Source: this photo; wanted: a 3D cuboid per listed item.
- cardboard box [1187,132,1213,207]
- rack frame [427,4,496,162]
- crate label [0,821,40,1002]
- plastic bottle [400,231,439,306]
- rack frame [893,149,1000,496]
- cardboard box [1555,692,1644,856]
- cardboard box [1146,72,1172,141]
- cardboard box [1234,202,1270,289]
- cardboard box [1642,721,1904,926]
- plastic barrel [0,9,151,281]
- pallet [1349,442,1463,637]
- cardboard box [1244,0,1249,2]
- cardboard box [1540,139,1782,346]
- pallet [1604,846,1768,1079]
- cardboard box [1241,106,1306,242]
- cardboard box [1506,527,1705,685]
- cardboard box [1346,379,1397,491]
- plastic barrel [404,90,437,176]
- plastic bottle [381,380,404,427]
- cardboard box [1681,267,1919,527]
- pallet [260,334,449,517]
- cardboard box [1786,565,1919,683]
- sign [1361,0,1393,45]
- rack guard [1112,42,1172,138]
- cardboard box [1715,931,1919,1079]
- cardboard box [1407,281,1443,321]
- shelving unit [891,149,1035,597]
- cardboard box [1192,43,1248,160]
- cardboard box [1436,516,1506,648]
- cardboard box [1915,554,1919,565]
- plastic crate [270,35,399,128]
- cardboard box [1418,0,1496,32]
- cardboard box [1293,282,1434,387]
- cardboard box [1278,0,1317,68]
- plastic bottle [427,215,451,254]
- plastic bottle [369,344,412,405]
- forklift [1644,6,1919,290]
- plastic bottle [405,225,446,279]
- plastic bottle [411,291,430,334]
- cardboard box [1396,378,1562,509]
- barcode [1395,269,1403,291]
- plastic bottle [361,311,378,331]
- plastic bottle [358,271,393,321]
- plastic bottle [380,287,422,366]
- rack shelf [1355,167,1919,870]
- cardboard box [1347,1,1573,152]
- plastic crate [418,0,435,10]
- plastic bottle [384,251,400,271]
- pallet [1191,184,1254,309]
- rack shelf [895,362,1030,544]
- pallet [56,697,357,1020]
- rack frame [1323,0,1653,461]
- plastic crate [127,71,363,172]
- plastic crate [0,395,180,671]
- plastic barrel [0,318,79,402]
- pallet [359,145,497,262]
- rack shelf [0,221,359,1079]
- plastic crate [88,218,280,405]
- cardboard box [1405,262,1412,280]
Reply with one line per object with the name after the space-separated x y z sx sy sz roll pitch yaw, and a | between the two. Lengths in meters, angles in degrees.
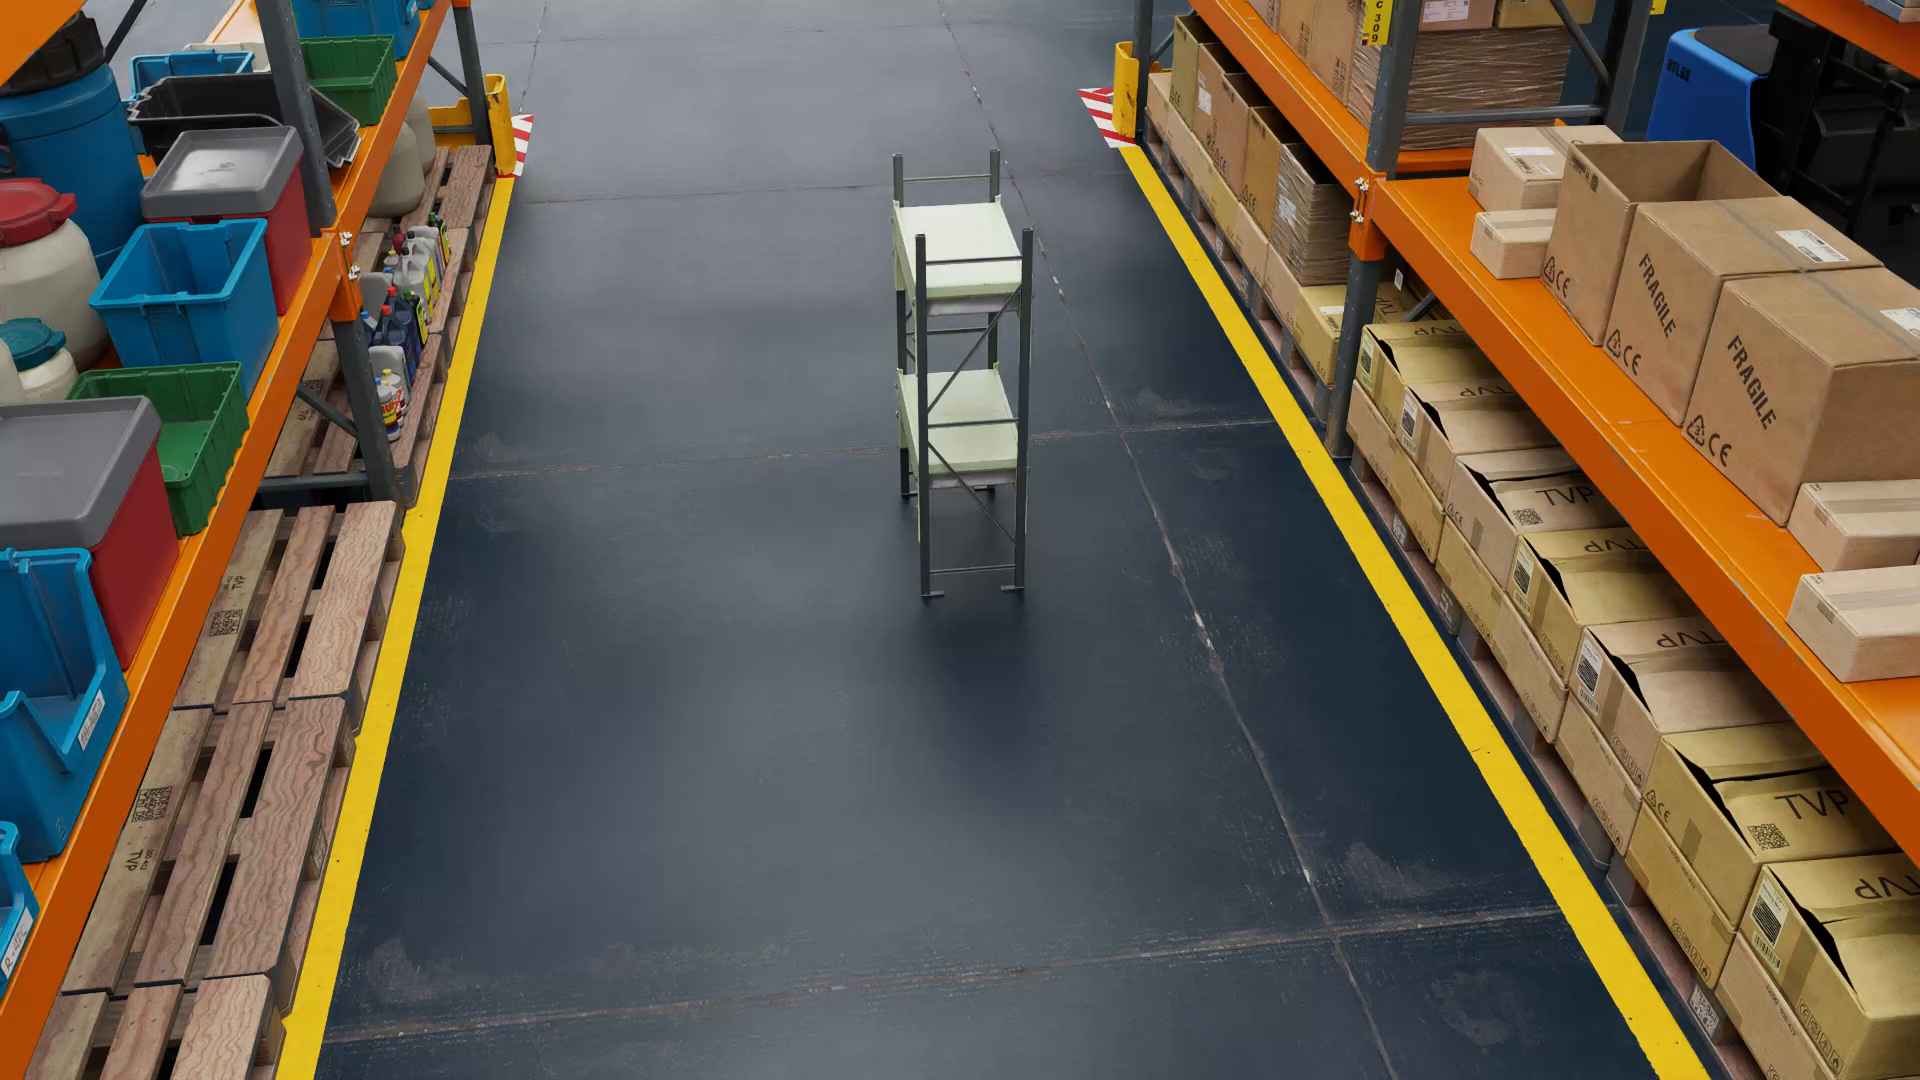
1.564 -2.053 9.168 0.500 0.250 0.500 -4 35 -6 | cardboard box
-3.334 -3.517 9.247 1.000 3.000 0.127 -4 35 -6 | rack frame
-1.944 0.753 3.130 0.303 0.233 0.416 -4 35 -6 | crate label
-2.601 -1.300 7.956 0.144 0.351 0.185 -3 34 -4 | plastic bottle
-0.050 -0.828 6.633 0.400 1.500 0.023 -4 35 -6 | rack frame
2.201 0.694 5.137 0.500 0.250 0.500 -4 34 -5 | cardboard box
1.426 -2.611 9.986 0.500 0.250 0.500 -4 35 -6 | cardboard box
1.694 -1.495 8.349 0.500 0.250 0.500 -4 35 -6 | cardboard box
2.260 0.742 4.568 0.500 0.311 0.500 -5 35 -7 | cardboard box
-3.045 -1.253 5.480 0.600 0.901 0.708 -4 35 -6 | plastic barrel
2.250 -0.097 6.705 1.003 0.211 1.213 -4 35 -6 | pallet
1.761 -3.099 8.546 0.700 0.500 0.500 -4 34 -6 | cardboard box
2.271 -0.975 5.429 0.500 0.500 0.500 -2 34 -3 | cardboard box
2.578 1.264 4.707 1.003 0.211 1.213 -4 35 -6 | pallet
1.707 -1.806 8.139 0.500 0.500 0.500 -4 35 -6 | cardboard box
2.129 0.181 5.392 0.500 0.311 0.500 -3 34 -5 | cardboard box
1.921 -0.451 6.817 0.500 0.250 0.500 -5 35 -8 | cardboard box
-3.170 -2.301 9.299 0.421 0.512 0.421 0 34 0 | plastic barrel
-2.418 -0.578 7.028 0.097 0.201 0.097 0 34 0 | plastic bottle
2.409 -0.402 4.587 0.500 0.500 0.500 -6 35 -9 | cardboard box
-2.845 -0.510 7.311 1.003 0.211 1.213 -4 35 -6 | pallet
2.256 0.197 4.020 0.380 0.149 0.250 -4 35 -6 | cardboard box
1.563 -2.005 6.190 0.100 0.325 0.005 -4 35 -6 | sign
1.571 -2.870 10.518 1.175 0.500 0.348 -4 35 -6 | rack guard
2.338 1.262 4.303 0.500 0.250 0.500 -4 34 -5 | cardboard box
2.351 -0.977 7.588 0.500 0.250 0.500 -4 35 -6 | cardboard box
-0.001 -0.623 6.333 0.431 1.500 0.755 -4 35 -6 | shelving unit
1.575 -2.364 8.958 0.500 0.500 0.500 -4 35 -6 | cardboard box
2.061 0.123 5.975 0.500 0.250 0.500 -5 35 -8 | cardboard box
2.722 0.098 4.022 0.500 0.311 0.500 -5 35 -7 | cardboard box
-2.699 -1.976 7.174 0.450 0.188 0.662 -4 35 -6 | plastic crate
1.864 -2.103 6.507 0.380 0.149 0.250 -4 35 -6 | cardboard box
1.834 -0.937 7.530 0.500 0.250 0.500 -4 35 -6 | cardboard box
1.906 -2.520 7.696 0.700 0.500 0.500 -4 34 -6 | cardboard box
-2.653 -1.551 8.456 0.097 0.201 0.097 0 34 0 | plastic bottle
-2.475 -0.730 7.186 0.152 0.276 0.135 -3 34 -5 | plastic bottle
4.525 -2.267 7.474 1.130 2.935 3.031 -6 35 -9 | forklift
-2.646 -1.439 8.225 0.152 0.276 0.135 -4 34 -6 | plastic bottle
-2.534 -1.057 7.732 0.097 0.201 0.097 0 34 0 | plastic bottle
1.983 -0.397 6.240 0.500 0.311 0.500 -5 35 -7 | cardboard box
1.734 -1.029 6.573 0.001 0.075 0.075 -4 35 -6 | barcode
-2.633 -0.893 7.428 0.097 0.271 0.097 0 34 0 | plastic bottle
-2.720 -1.140 7.787 0.152 0.276 0.135 -4 35 -6 | plastic bottle
-2.519 -0.959 7.455 0.144 0.351 0.185 -6 35 -8 | plastic bottle
2.382 -0.244 5.084 1.077 0.370 4.000 -4 35 -6 | rack shelf
2.047 -1.946 6.853 0.700 0.500 0.500 -5 35 -8 | cardboard box
-2.889 -2.836 8.380 0.499 0.251 0.408 -4 35 -6 | plastic crate
-2.749 -1.311 8.104 0.097 0.201 0.097 0 34 0 | plastic bottle
1.880 -1.635 8.961 1.003 0.211 1.213 -4 35 -6 | pallet
-0.001 -0.354 6.517 0.431 0.370 0.720 -4 35 -6 | rack shelf
-2.485 0.985 5.117 1.003 0.211 1.213 -4 35 -6 | pallet
2.113 -1.658 6.519 1.000 3.000 0.127 -4 35 -6 | rack frame
-2.741 -1.561 6.432 0.767 0.338 0.504 -4 35 -6 | plastic crate
-2.172 -0.004 4.035 0.402 0.464 0.583 -4 35 -6 | plastic crate
-2.770 -0.477 4.910 0.301 0.262 0.301 0 34 0 | plastic barrel
-3.173 -1.872 9.309 1.003 0.211 1.213 -4 35 -6 | pallet
-2.527 0.129 4.536 1.077 0.370 4.000 -4 35 -6 | rack shelf
-2.340 -0.686 5.107 0.392 0.384 0.575 -4 35 -6 | plastic crate
2.285 -1.566 7.787 0.500 0.500 0.500 -4 35 -6 | cardboard box
